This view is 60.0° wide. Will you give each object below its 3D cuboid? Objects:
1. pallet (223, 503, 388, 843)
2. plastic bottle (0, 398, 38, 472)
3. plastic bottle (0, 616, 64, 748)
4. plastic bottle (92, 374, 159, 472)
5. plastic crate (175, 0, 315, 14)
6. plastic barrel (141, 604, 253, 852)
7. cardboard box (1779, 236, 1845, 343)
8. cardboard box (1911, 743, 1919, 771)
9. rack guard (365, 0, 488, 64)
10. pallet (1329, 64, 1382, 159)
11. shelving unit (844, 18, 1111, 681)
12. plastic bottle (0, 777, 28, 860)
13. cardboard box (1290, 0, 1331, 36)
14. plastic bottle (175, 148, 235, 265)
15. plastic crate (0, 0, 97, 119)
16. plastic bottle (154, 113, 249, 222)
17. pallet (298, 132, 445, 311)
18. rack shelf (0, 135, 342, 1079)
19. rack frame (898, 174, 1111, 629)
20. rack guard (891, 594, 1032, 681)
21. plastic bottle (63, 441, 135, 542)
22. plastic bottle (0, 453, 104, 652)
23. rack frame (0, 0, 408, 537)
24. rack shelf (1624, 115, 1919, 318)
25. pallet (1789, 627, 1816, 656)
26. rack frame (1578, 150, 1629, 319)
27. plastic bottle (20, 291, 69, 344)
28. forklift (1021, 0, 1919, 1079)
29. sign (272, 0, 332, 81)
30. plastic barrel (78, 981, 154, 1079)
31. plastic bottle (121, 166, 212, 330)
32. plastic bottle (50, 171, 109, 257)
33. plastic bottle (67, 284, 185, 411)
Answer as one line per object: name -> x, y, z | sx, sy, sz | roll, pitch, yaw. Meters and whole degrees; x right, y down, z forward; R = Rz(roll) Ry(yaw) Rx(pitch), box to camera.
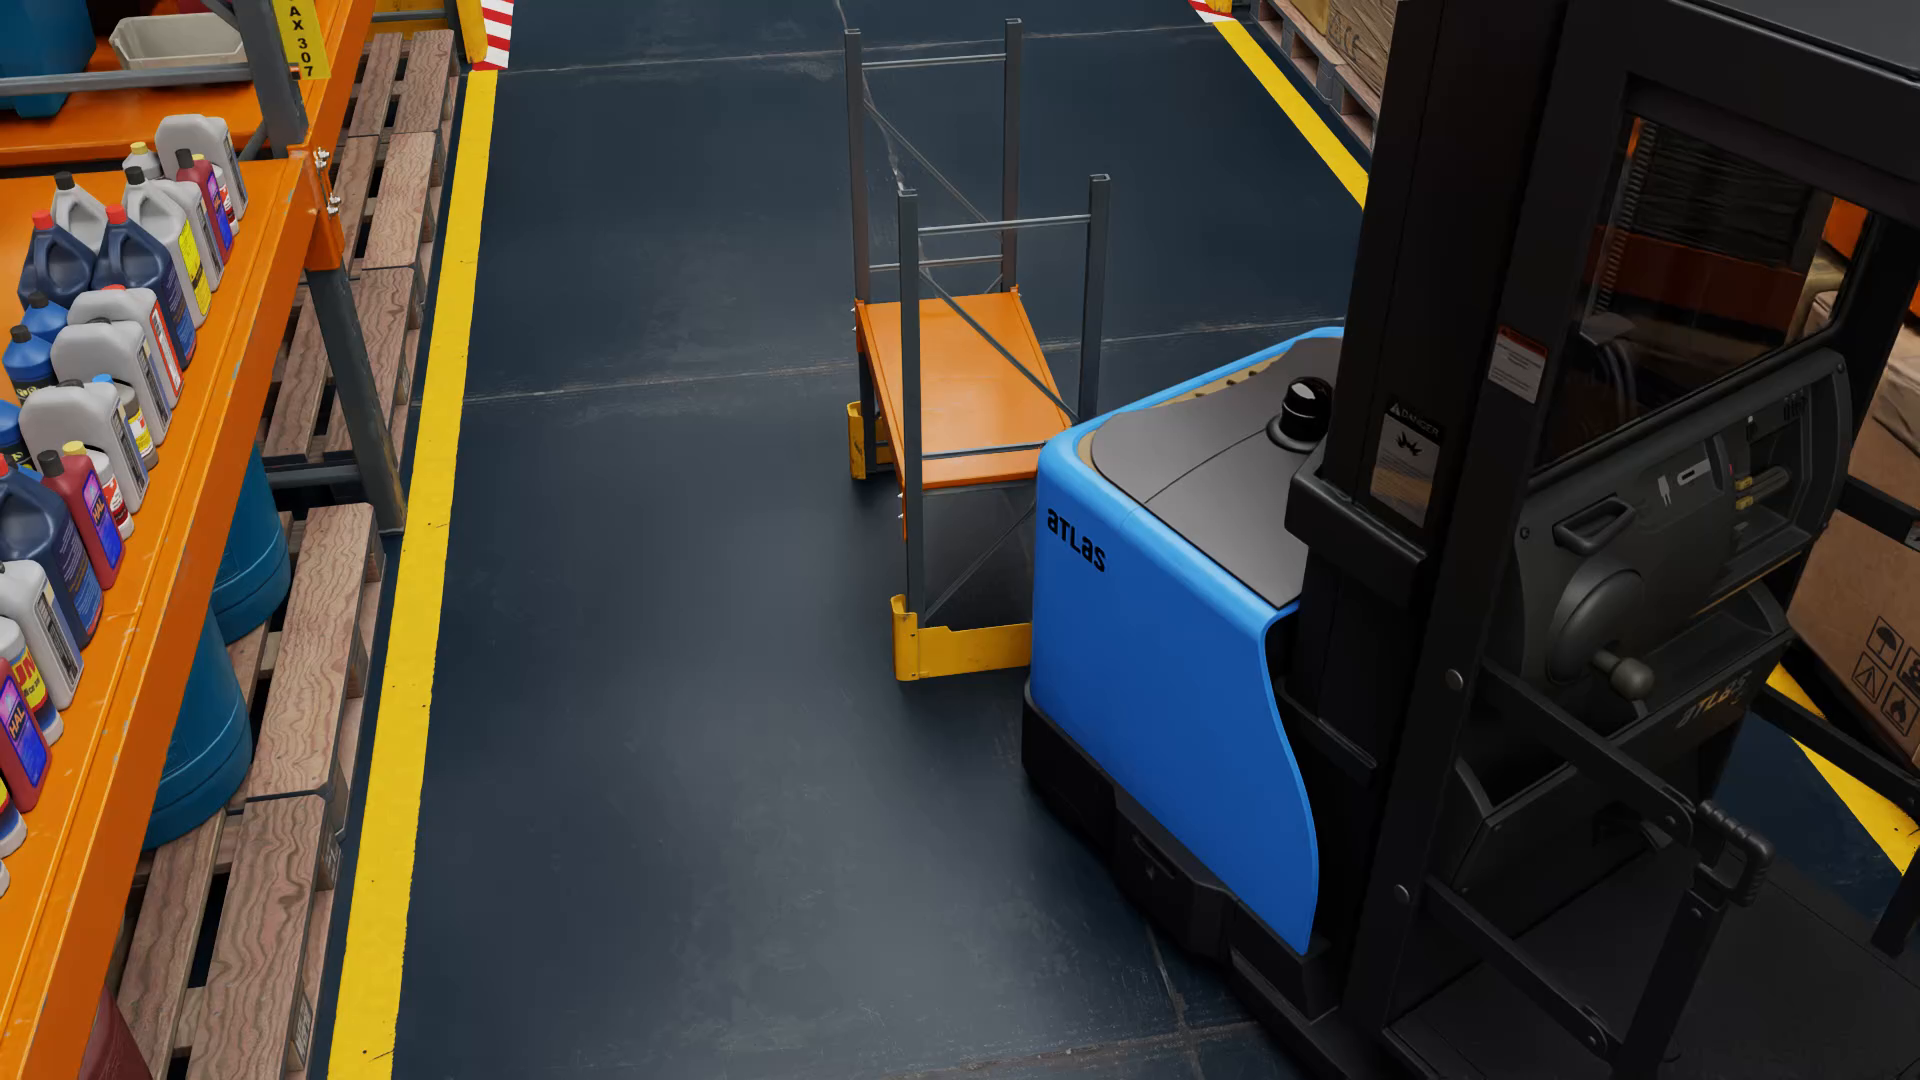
pallet -> -2.170, 0.385, 4.582 | 1.003, 0.211, 1.213 | -6, 38, -8
plastic bottle -> -1.780, -0.161, 3.118 | 0.097, 0.271, 0.097 | 0, 38, 0
plastic bottle -> -1.517, 0.213, 2.635 | 0.097, 0.271, 0.097 | 0, 38, 0
plastic bottle -> -1.654, -0.231, 3.265 | 0.097, 0.201, 0.097 | 0, 38, 0
plastic crate -> -2.174, -1.802, 5.023 | 0.402, 0.464, 0.583 | -6, 38, -8
plastic barrel -> -2.062, 0.234, 3.872 | 0.600, 0.901, 0.708 | -6, 38, -8
cardboard box -> 2.744, -0.662, 5.047 | 1.225, 0.875, 0.875 | -6, 38, -8
cardboard box -> 3.064, 0.411, 3.665 | 1.225, 0.875, 0.875 | -6, 38, -8
rack guard -> -2.983, -2.629, 8.226 | 1.175, 0.500, 0.348 | -6, 38, -8
pallet -> 2.338, -1.824, 7.426 | 1.003, 0.211, 1.213 | -6, 38, -8
shelving unit -> 0.013, -0.546, 4.731 | 0.587, 1.500, 1.083 | -6, 38, -8
plastic bottle -> -1.476, 0.353, 2.456 | 0.097, 0.271, 0.097 | 0, 38, 0
cardboard box -> 2.102, -3.084, 8.165 | 0.875, 0.875, 0.875 | -6, 38, -8
plastic bottle -> -1.792, -0.803, 3.933 | 0.061, 0.283, 0.133 | -6, 38, -8
plastic crate -> -2.682, -1.449, 4.635 | 0.392, 0.384, 0.575 | -6, 38, -8
plastic bottle -> -1.877, -0.935, 4.109 | 0.152, 0.276, 0.135 | -6, 38, -8
pallet -> -2.649, -1.264, 6.705 | 1.003, 0.211, 1.213 | -6, 38, -8
rack shelf -> -1.914, 0.305, 2.998 | 1.077, 0.370, 4.000 | -6, 38, -8
rack frame -> 0.104, -0.234, 4.328 | 0.500, 1.500, 0.032 | -6, 38, -8
rack guard -> 0.101, 0.248, 4.727 | 0.587, 0.250, 0.087 | -6, 38, -8
plastic bottle -> -1.613, -0.091, 3.084 | 0.097, 0.201, 0.097 | 0, 38, 0
plastic bottle -> -1.588, 0.018, 2.822 | 0.144, 0.351, 0.185 | -6, 38, -8
rack frame -> -2.264, -1.187, 4.333 | 1.000, 3.000, 0.127 | -6, 38, -8
rack shelf -> 2.963, -0.227, 3.684 | 1.077, 0.370, 4.000 | -6, 38, -8
pallet -> 2.821, -0.160, 5.284 | 1.003, 0.211, 1.213 | -6, 38, -8
rack frame -> 2.612, -1.720, 5.018 | 1.000, 3.000, 0.127 | -6, 38, -8
plastic bottle -> -1.844, -0.383, 3.403 | 0.097, 0.271, 0.097 | 0, 38, 0
forklift -> 1.415, 0.036, 2.815 | 1.130, 2.935, 3.031 | -23, 43, -27
sign -> -1.722, -1.354, 4.322 | 0.100, 0.325, 0.005 | -6, 38, -8
plastic barrel -> -1.864, 1.040, 3.090 | 0.600, 0.588, 0.708 | -6, 38, -8
plastic bottle -> -1.781, -0.647, 3.678 | 0.144, 0.351, 0.185 | -6, 38, -8
plastic bottle -> -1.923, -0.632, 3.658 | 0.144, 0.351, 0.185 | -6, 38, -8
plastic bottle -> -1.725, -0.409, 3.433 | 0.152, 0.276, 0.135 | -6, 38, -8
